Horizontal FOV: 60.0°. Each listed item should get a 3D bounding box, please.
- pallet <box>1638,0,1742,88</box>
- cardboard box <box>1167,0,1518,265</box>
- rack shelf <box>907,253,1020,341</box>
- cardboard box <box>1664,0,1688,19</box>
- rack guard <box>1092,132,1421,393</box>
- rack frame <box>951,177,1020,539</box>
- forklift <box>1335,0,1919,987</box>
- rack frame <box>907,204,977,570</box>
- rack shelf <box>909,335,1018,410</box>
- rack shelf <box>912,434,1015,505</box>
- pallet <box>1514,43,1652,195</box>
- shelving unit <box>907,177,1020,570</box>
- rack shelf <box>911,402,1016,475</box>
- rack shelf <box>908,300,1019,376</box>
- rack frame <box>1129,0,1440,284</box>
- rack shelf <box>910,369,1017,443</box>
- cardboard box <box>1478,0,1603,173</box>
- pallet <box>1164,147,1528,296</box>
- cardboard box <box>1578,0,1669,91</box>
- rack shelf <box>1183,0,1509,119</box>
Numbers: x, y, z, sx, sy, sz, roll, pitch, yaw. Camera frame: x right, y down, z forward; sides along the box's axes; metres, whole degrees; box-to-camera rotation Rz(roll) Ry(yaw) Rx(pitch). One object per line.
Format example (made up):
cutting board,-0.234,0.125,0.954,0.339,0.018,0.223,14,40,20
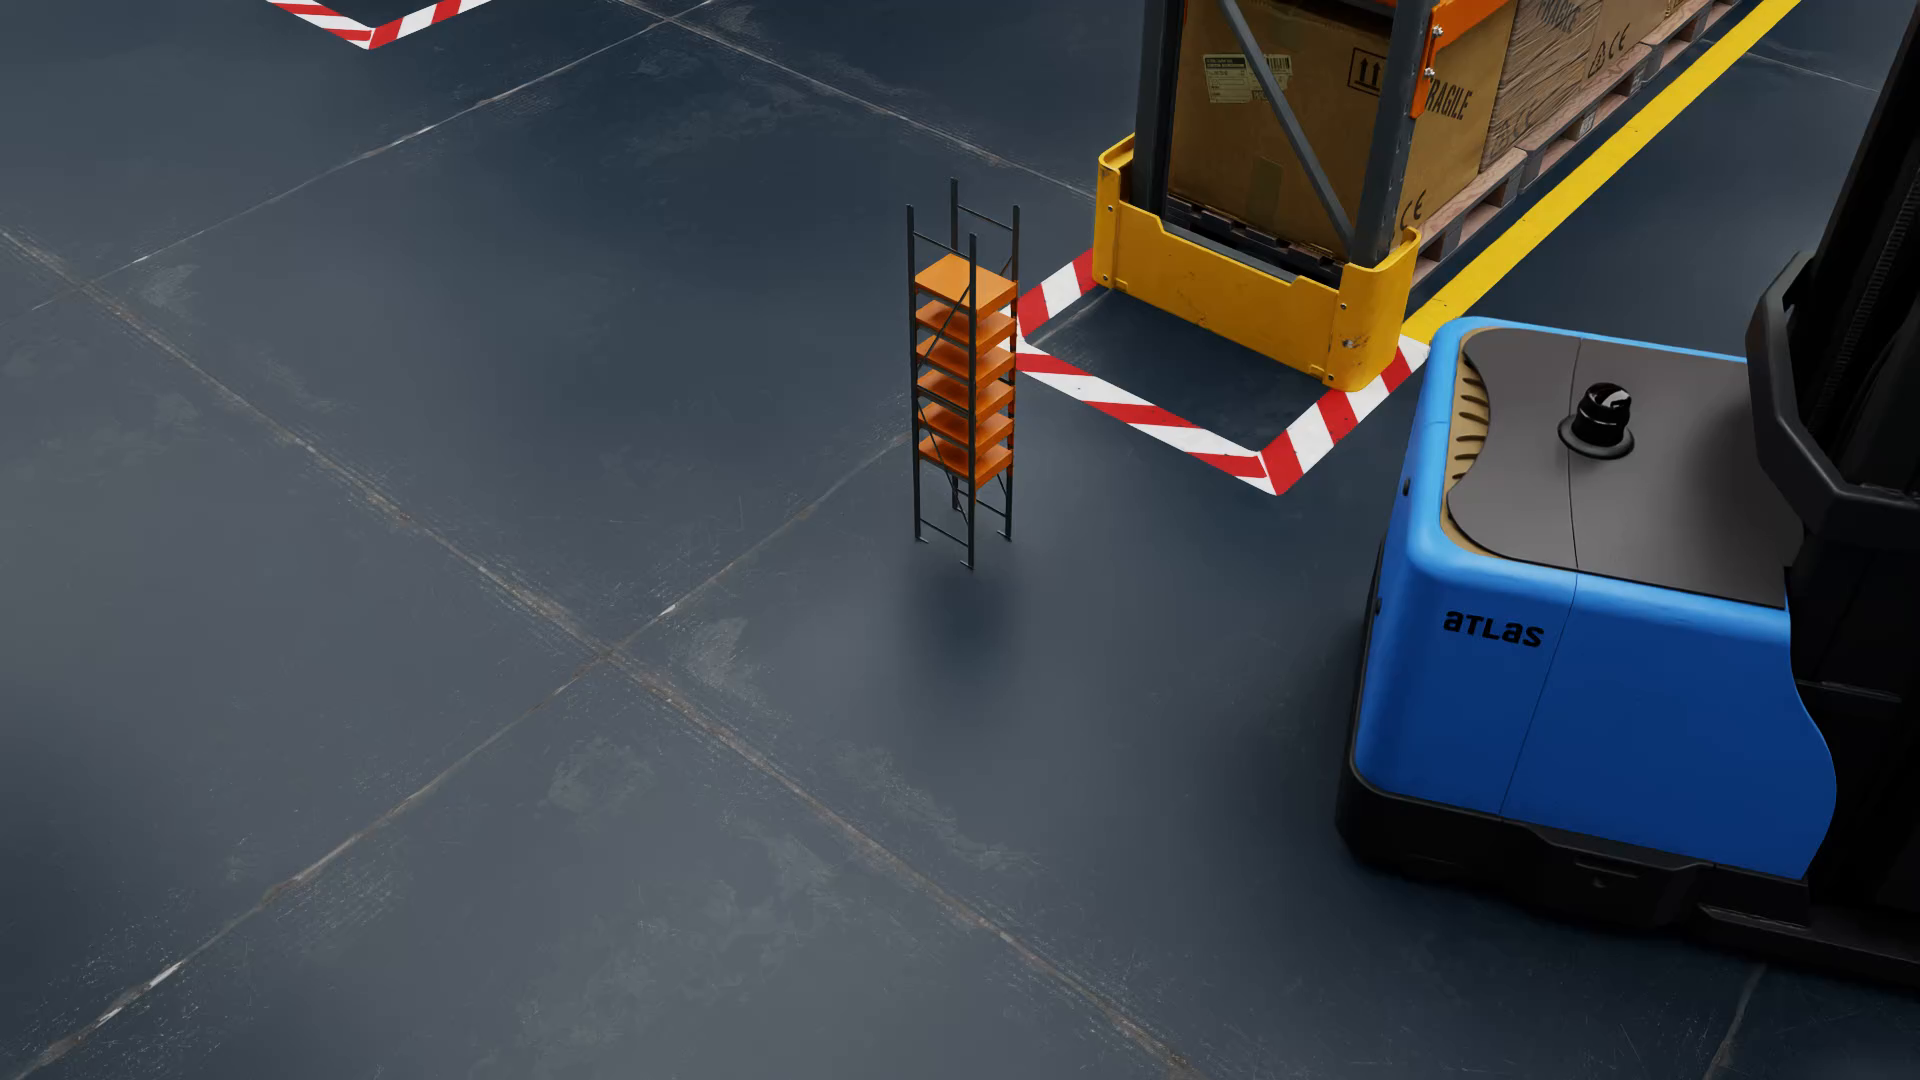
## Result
pallet,3.075,-2.631,7.987,1.003,0.211,1.213,29,50,28
cardboard box,1.400,-1.694,6.151,0.875,0.875,0.875,29,50,28
rack shelf,0.009,-0.685,4.642,0.258,0.103,0.180,29,50,28
cardboard box,3.138,-3.085,7.680,0.875,0.875,0.875,29,50,28
rack guard,1.034,-1.024,6.004,1.175,0.500,0.348,29,50,28
rack frame,0.068,-0.498,4.906,0.240,1.200,0.006,29,50,28
forklift,2.552,-0.300,3.401,3.031,2.935,1.130,11,43,12
rack frame,-0.050,-0.404,4.803,0.240,1.200,0.006,29,50,28
rack shelf,0.009,-0.507,4.804,0.258,0.103,0.180,29,50,28
rack shelf,0.009,-0.241,5.046,0.258,0.103,0.180,29,50,28
pallet,2.290,-2.000,7.293,1.003,0.211,1.213,29,50,28
shelving unit,0.009,-0.451,4.855,0.258,1.200,0.189,29,50,28
rack shelf,0.009,-0.330,4.965,0.258,0.103,0.180,29,50,28
rack shelf,0.009,-0.596,4.723,0.258,0.103,0.180,29,50,28
rack frame,1.050,-1.961,5.177,1.000,3.000,0.127,29,50,28
rack shelf,0.009,-0.419,4.884,0.258,0.103,0.180,29,50,28
cardboard box,1.986,-2.163,6.666,0.875,0.875,0.875,29,50,28
pallet,1.504,-1.375,6.605,1.003,0.211,1.213,29,50,28
cardboard box,2.559,-2.621,7.170,0.875,0.875,0.875,29,50,28
rack shelf,2.337,-2.724,6.551,1.077,0.370,4.000,29,50,28
